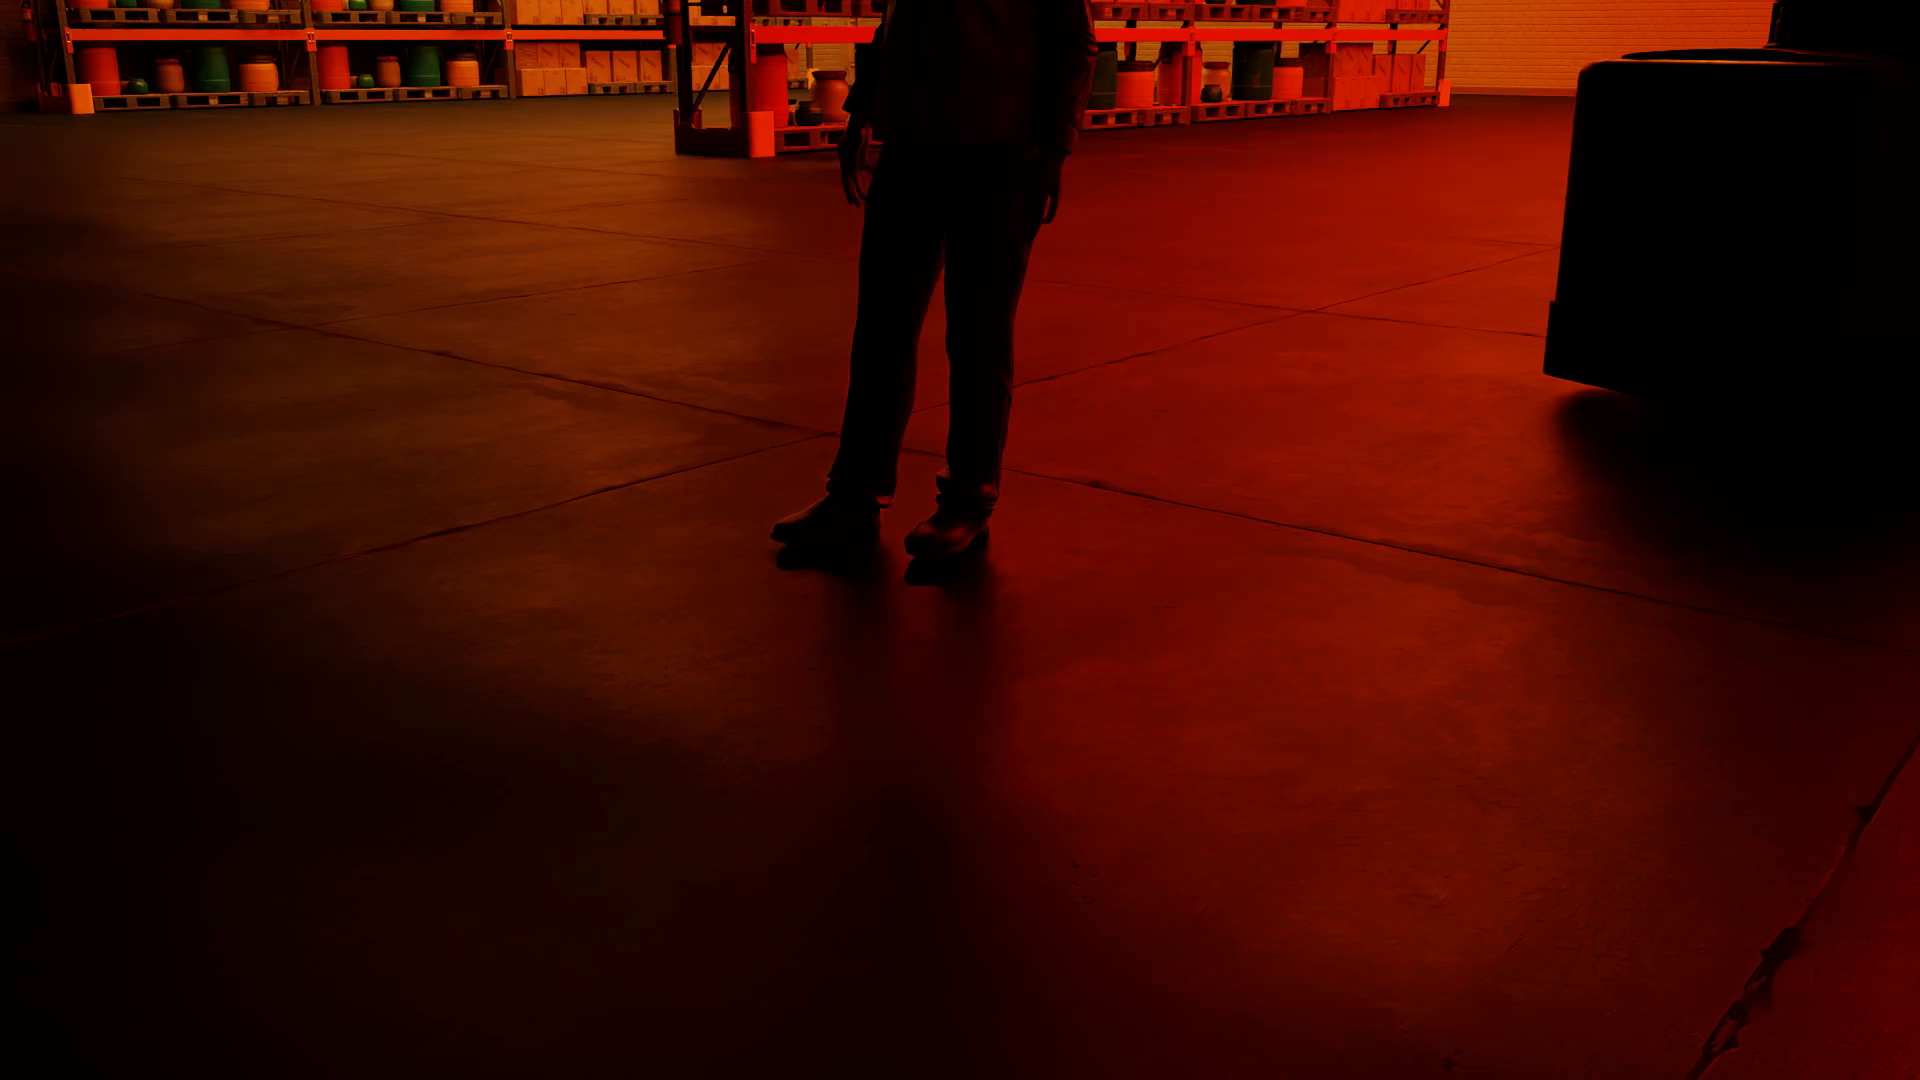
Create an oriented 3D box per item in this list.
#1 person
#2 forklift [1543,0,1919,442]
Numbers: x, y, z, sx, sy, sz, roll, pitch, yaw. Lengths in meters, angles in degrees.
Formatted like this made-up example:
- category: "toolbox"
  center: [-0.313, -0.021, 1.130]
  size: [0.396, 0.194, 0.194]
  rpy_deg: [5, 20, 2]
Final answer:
- category: "person"
  center: [-0.046, -0.844, 3.641]
  size: [0.632, 1.773, 0.568]
  rpy_deg: [13, 21, 37]
- category: "forklift"
  center: [3.487, -1.962, 5.359]
  size: [3.031, 2.935, 1.130]
  rpy_deg: [-8, 19, -26]
